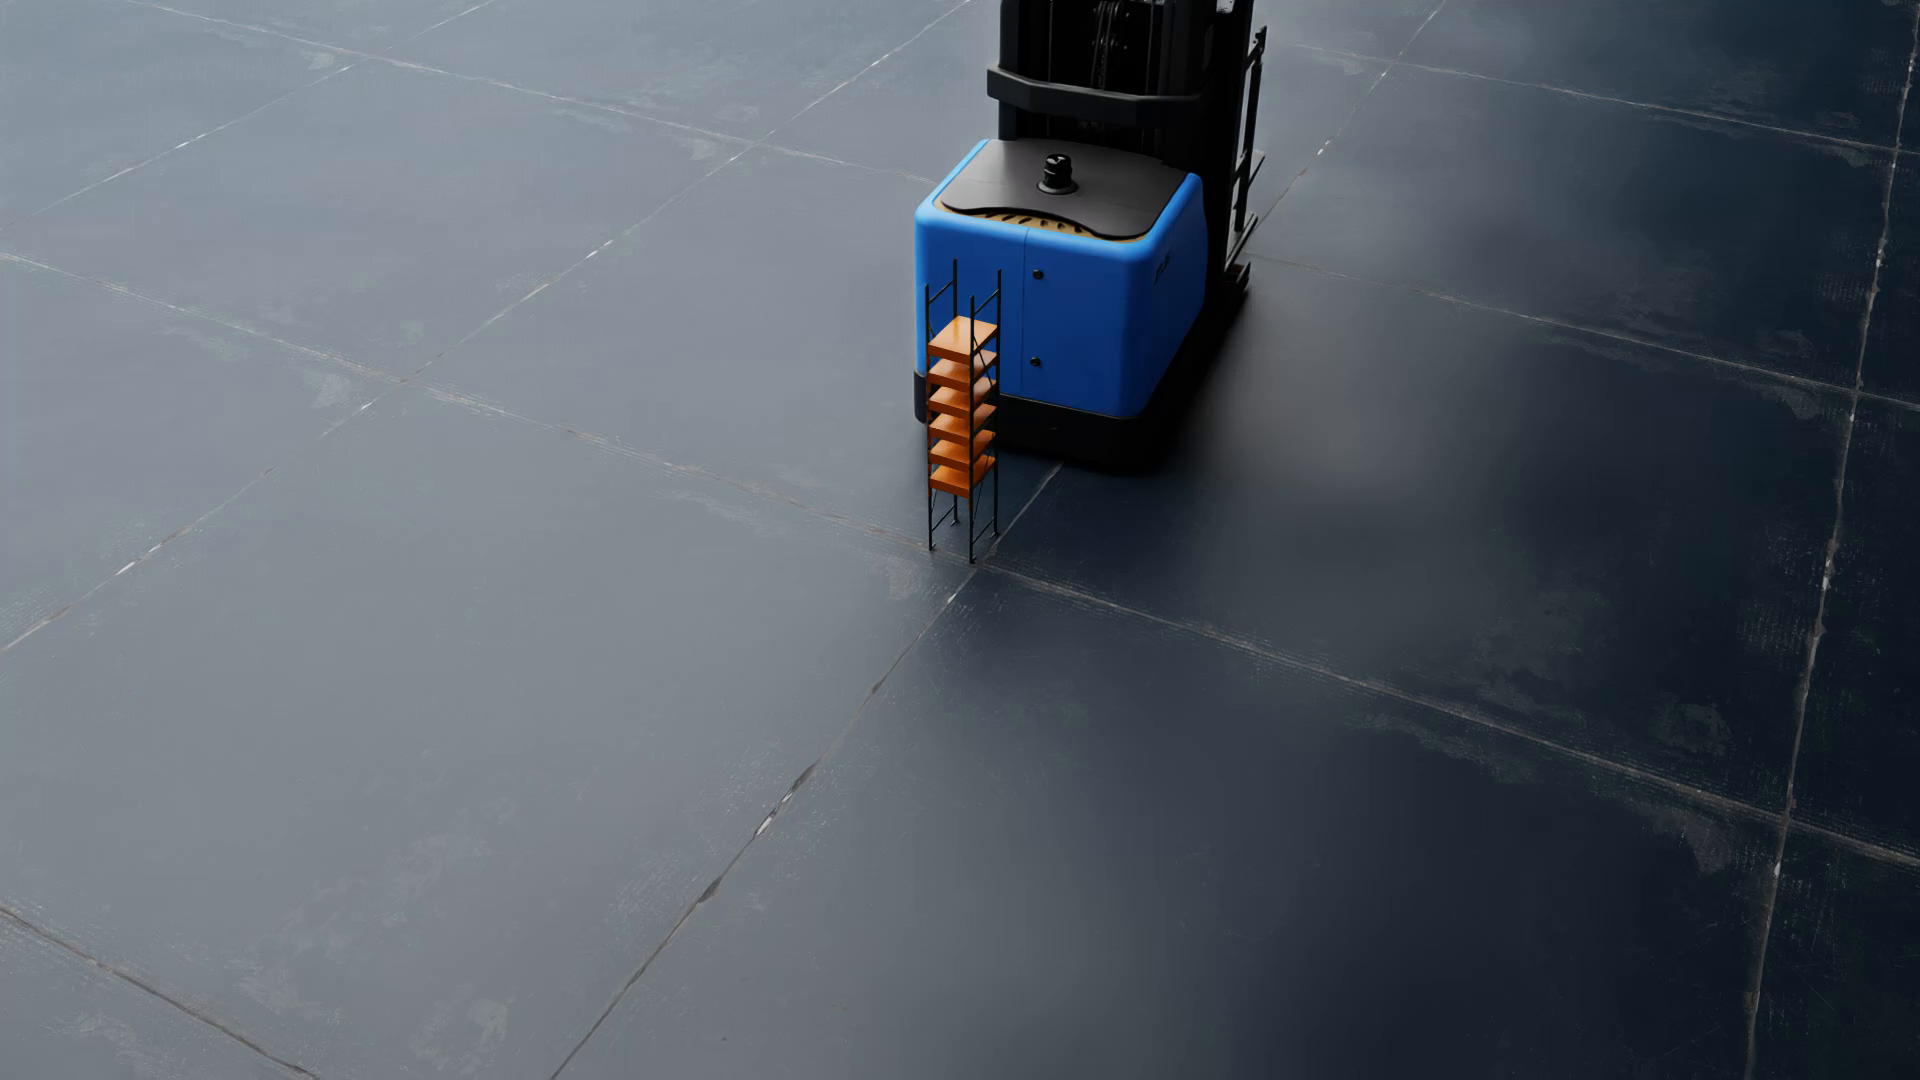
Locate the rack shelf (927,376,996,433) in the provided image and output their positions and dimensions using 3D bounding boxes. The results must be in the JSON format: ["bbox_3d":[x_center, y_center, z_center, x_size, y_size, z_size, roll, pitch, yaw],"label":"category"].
[{"bbox_3d":[0.013,-0.534,6.336,0.180,0.103,0.258,17,41,21],"label":"rack shelf"}]

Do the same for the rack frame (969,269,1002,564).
[{"bbox_3d":[0.094,-0.448,6.348,0.006,1.200,0.240,17,41,21],"label":"rack frame"}]

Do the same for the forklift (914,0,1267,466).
[{"bbox_3d":[0.813,-2.369,7.447,1.130,2.935,3.031,13,39,17],"label":"forklift"}]

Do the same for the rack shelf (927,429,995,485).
[{"bbox_3d":[0.013,-0.343,6.481,0.180,0.103,0.258,17,41,21],"label":"rack shelf"}]

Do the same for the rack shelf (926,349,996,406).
[{"bbox_3d":[0.013,-0.630,6.264,0.180,0.103,0.258,17,41,21],"label":"rack shelf"}]

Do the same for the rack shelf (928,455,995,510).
[{"bbox_3d":[0.013,-0.247,6.554,0.180,0.103,0.258,17,41,21],"label":"rack shelf"}]

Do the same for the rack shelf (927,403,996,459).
[{"bbox_3d":[0.013,-0.438,6.409,0.180,0.103,0.258,17,41,21],"label":"rack shelf"}]

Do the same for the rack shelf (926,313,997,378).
[{"bbox_3d":[0.013,-0.725,6.191,0.180,0.103,0.258,17,41,21],"label":"rack shelf"}]

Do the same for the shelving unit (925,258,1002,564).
[{"bbox_3d":[0.013,-0.474,6.382,0.189,1.200,0.258,17,41,21],"label":"shelving unit"}]

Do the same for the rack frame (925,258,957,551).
[{"bbox_3d":[-0.068,-0.499,6.415,0.006,1.200,0.240,17,41,21],"label":"rack frame"}]
